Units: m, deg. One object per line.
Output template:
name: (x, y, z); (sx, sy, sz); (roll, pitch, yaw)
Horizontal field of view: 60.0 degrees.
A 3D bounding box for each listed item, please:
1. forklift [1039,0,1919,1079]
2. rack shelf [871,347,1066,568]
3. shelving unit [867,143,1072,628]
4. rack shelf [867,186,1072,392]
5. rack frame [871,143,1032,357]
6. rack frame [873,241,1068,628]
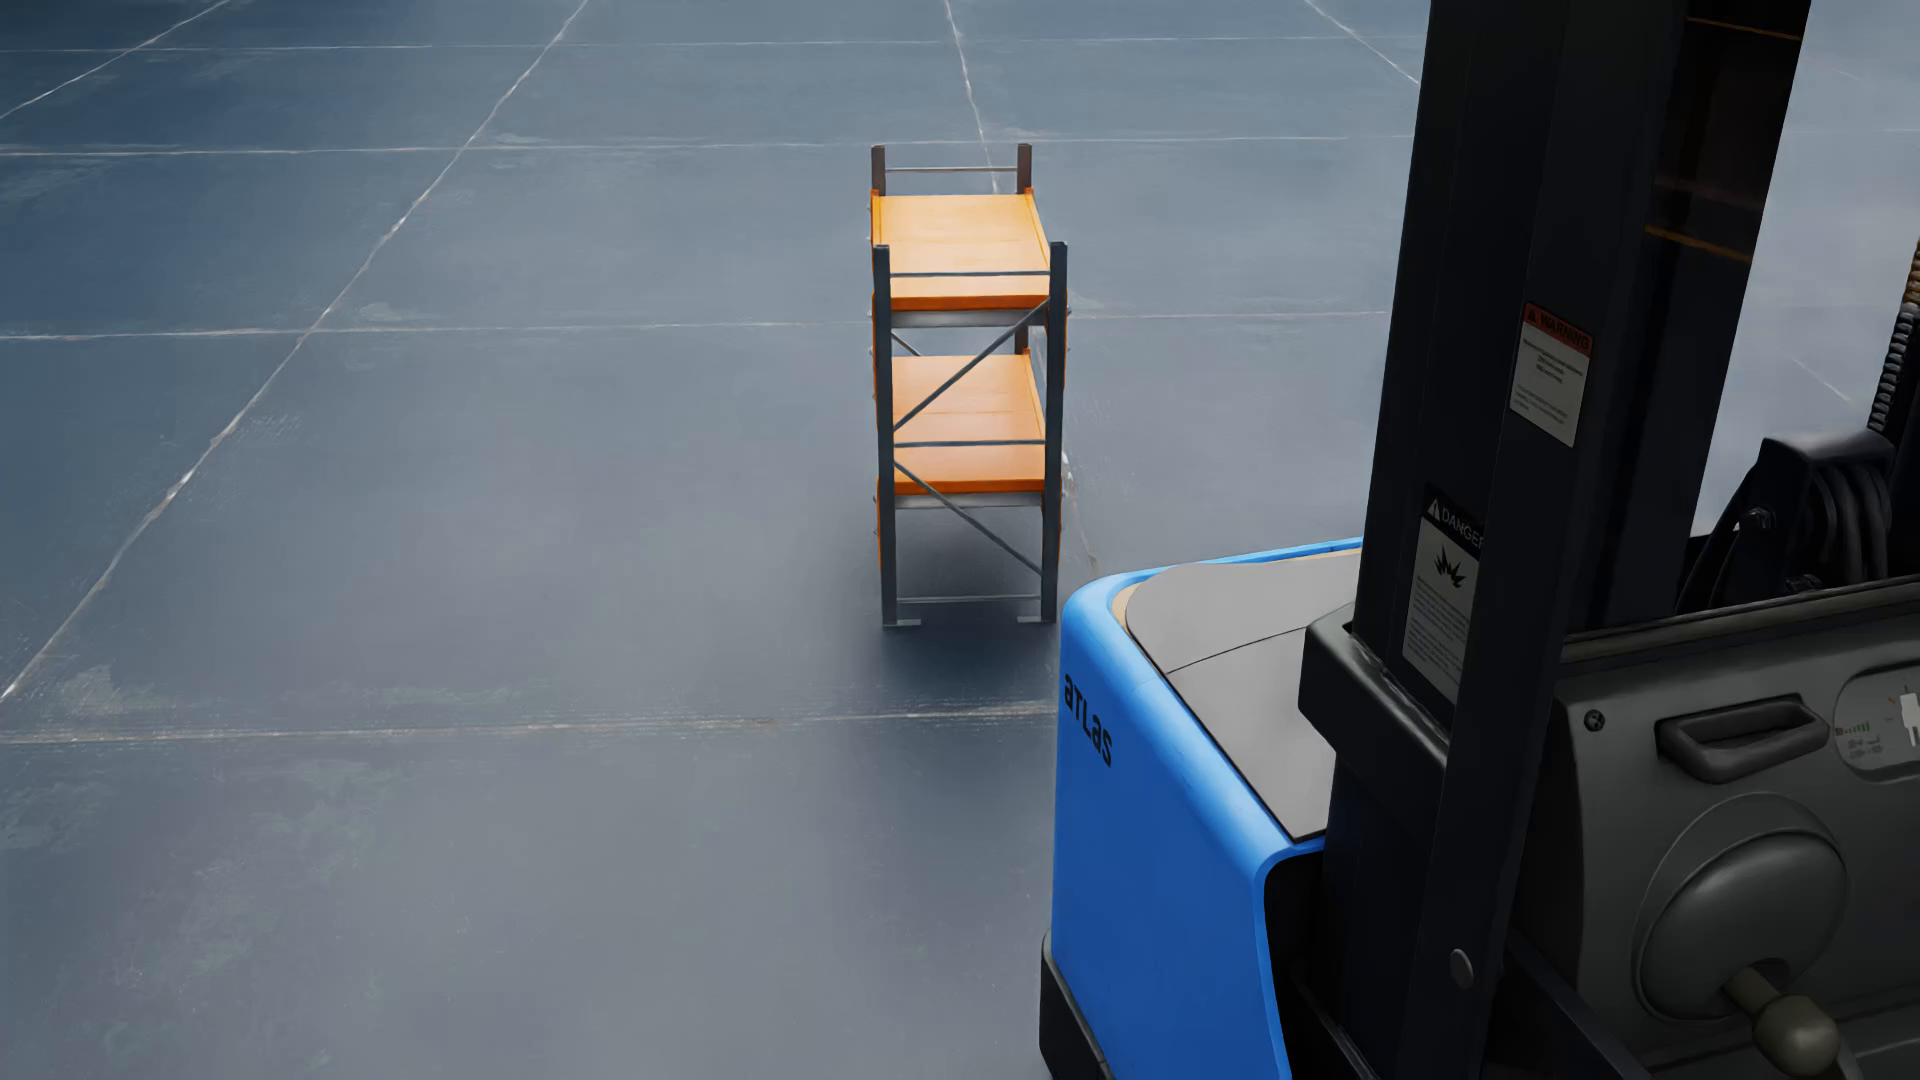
forklift: (1.077, 0.304, 1.498); (1.130, 2.935, 3.031); (-8, 29, -15)
rack shelf: (0.000, -0.279, 5.097); (0.538, 0.278, 1.000); (-1, 28, -3)
shelving unit: (0.000, -0.496, 4.984); (0.538, 1.125, 1.048); (-1, 28, -3)
rack shelf: (0.000, -0.755, 4.849); (0.538, 0.278, 1.000); (-1, 28, -3)
rack frame: (-0.026, -0.730, 5.434); (0.500, 1.125, 0.032); (-1, 28, -3)
rack frame: (0.027, -0.261, 4.534); (0.500, 1.125, 0.032); (-1, 28, -3)
